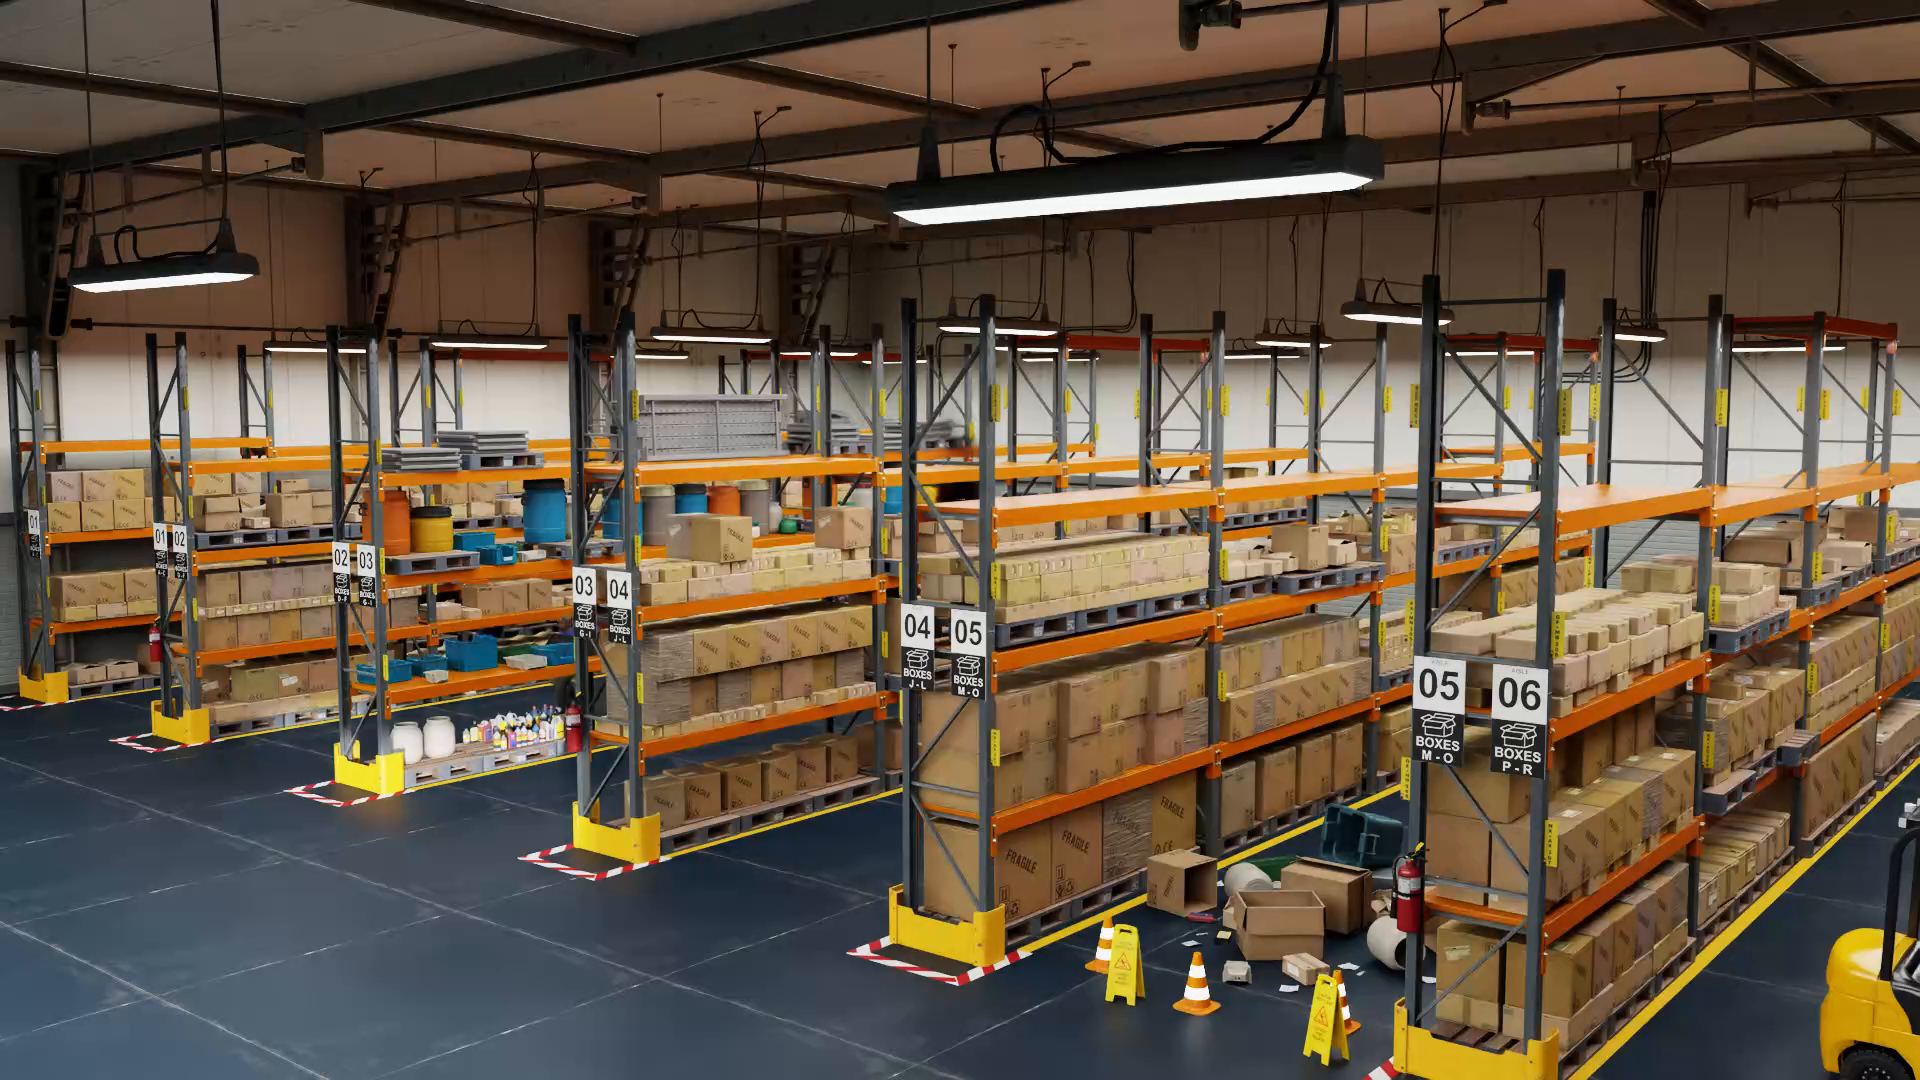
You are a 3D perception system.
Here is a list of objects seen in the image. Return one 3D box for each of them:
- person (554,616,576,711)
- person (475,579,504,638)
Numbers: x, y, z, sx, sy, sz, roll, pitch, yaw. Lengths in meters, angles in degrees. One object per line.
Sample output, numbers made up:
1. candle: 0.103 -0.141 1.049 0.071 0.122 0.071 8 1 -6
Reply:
1. person: -6.162 1.996 26.087 0.579 1.625 0.794 3 6 33
2. person: -8.811 1.549 31.229 0.577 1.630 0.633 4 6 34
